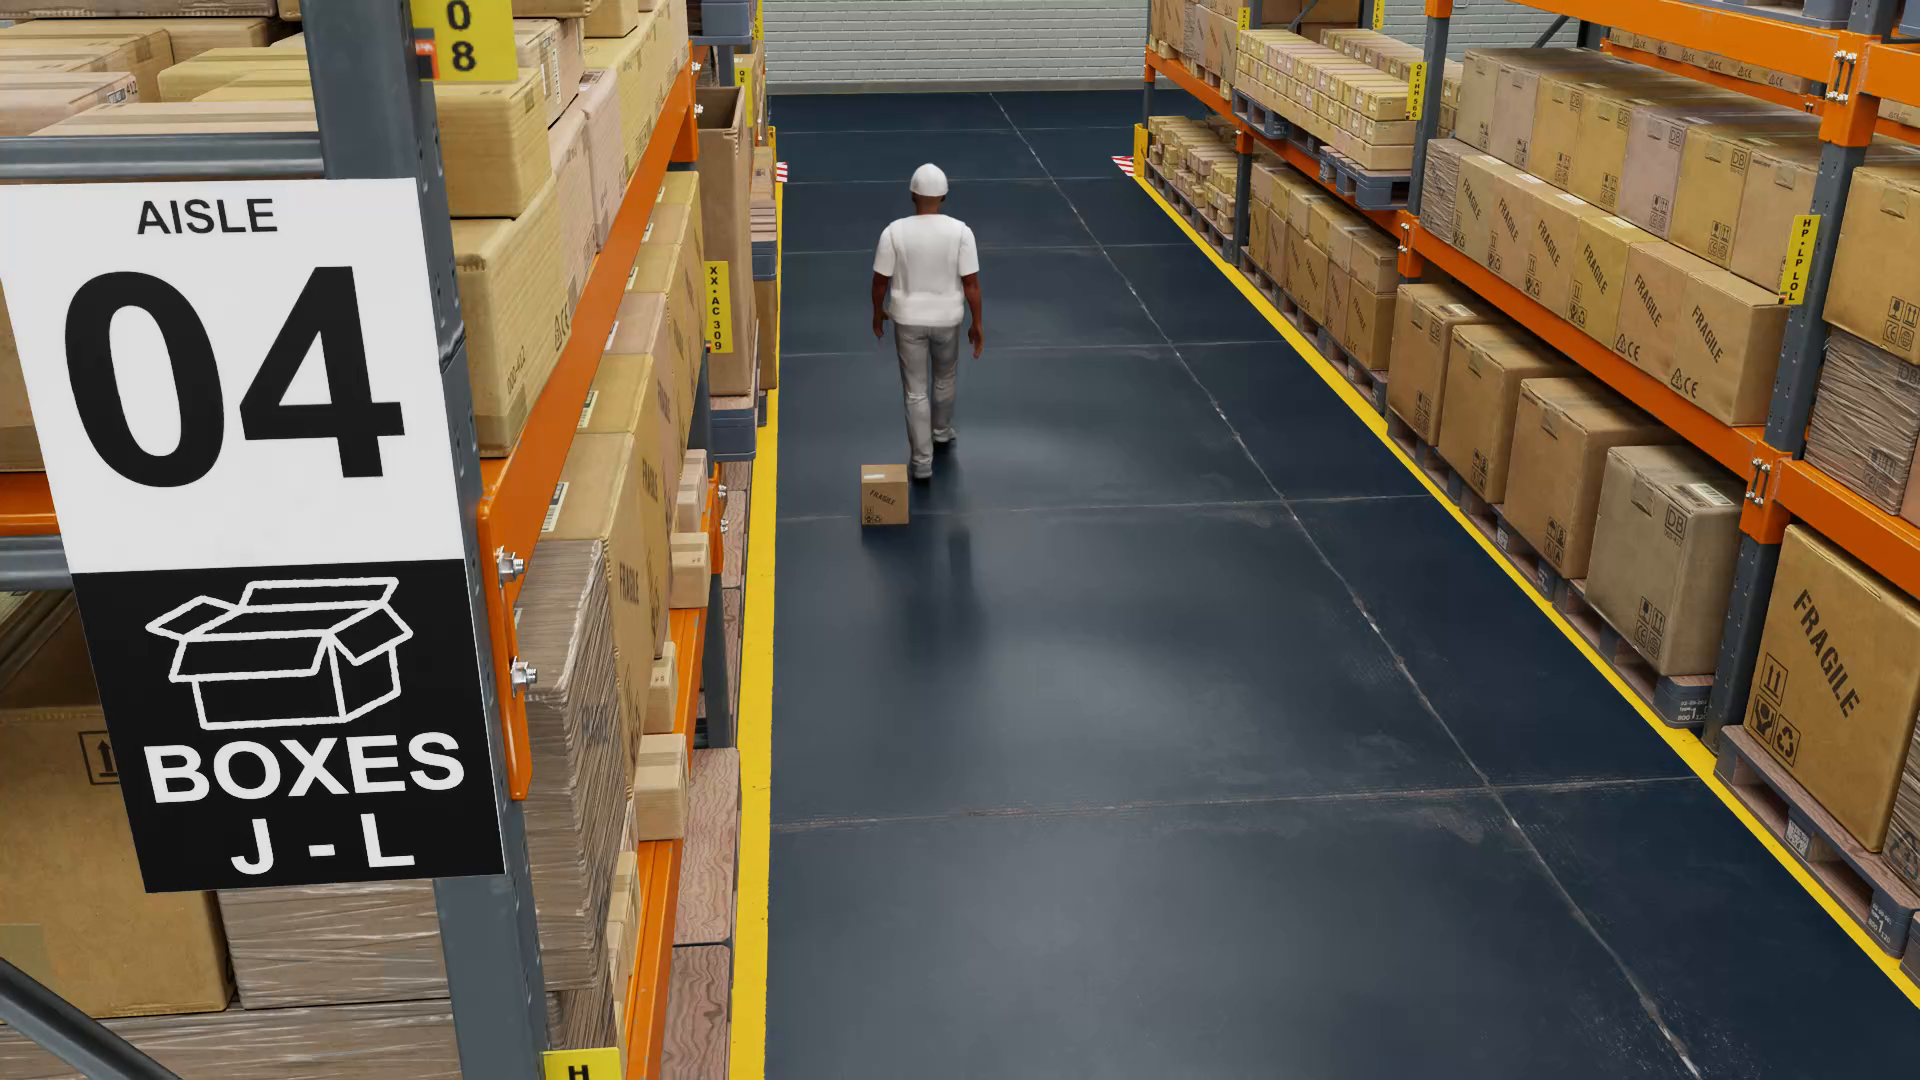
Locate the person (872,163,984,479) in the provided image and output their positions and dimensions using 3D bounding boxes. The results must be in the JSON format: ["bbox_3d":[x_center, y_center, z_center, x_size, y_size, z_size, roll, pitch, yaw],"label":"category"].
[{"bbox_3d":[-0.201,-1.285,9.498,0.611,1.751,0.887,-3,24,-7],"label":"person"}]
